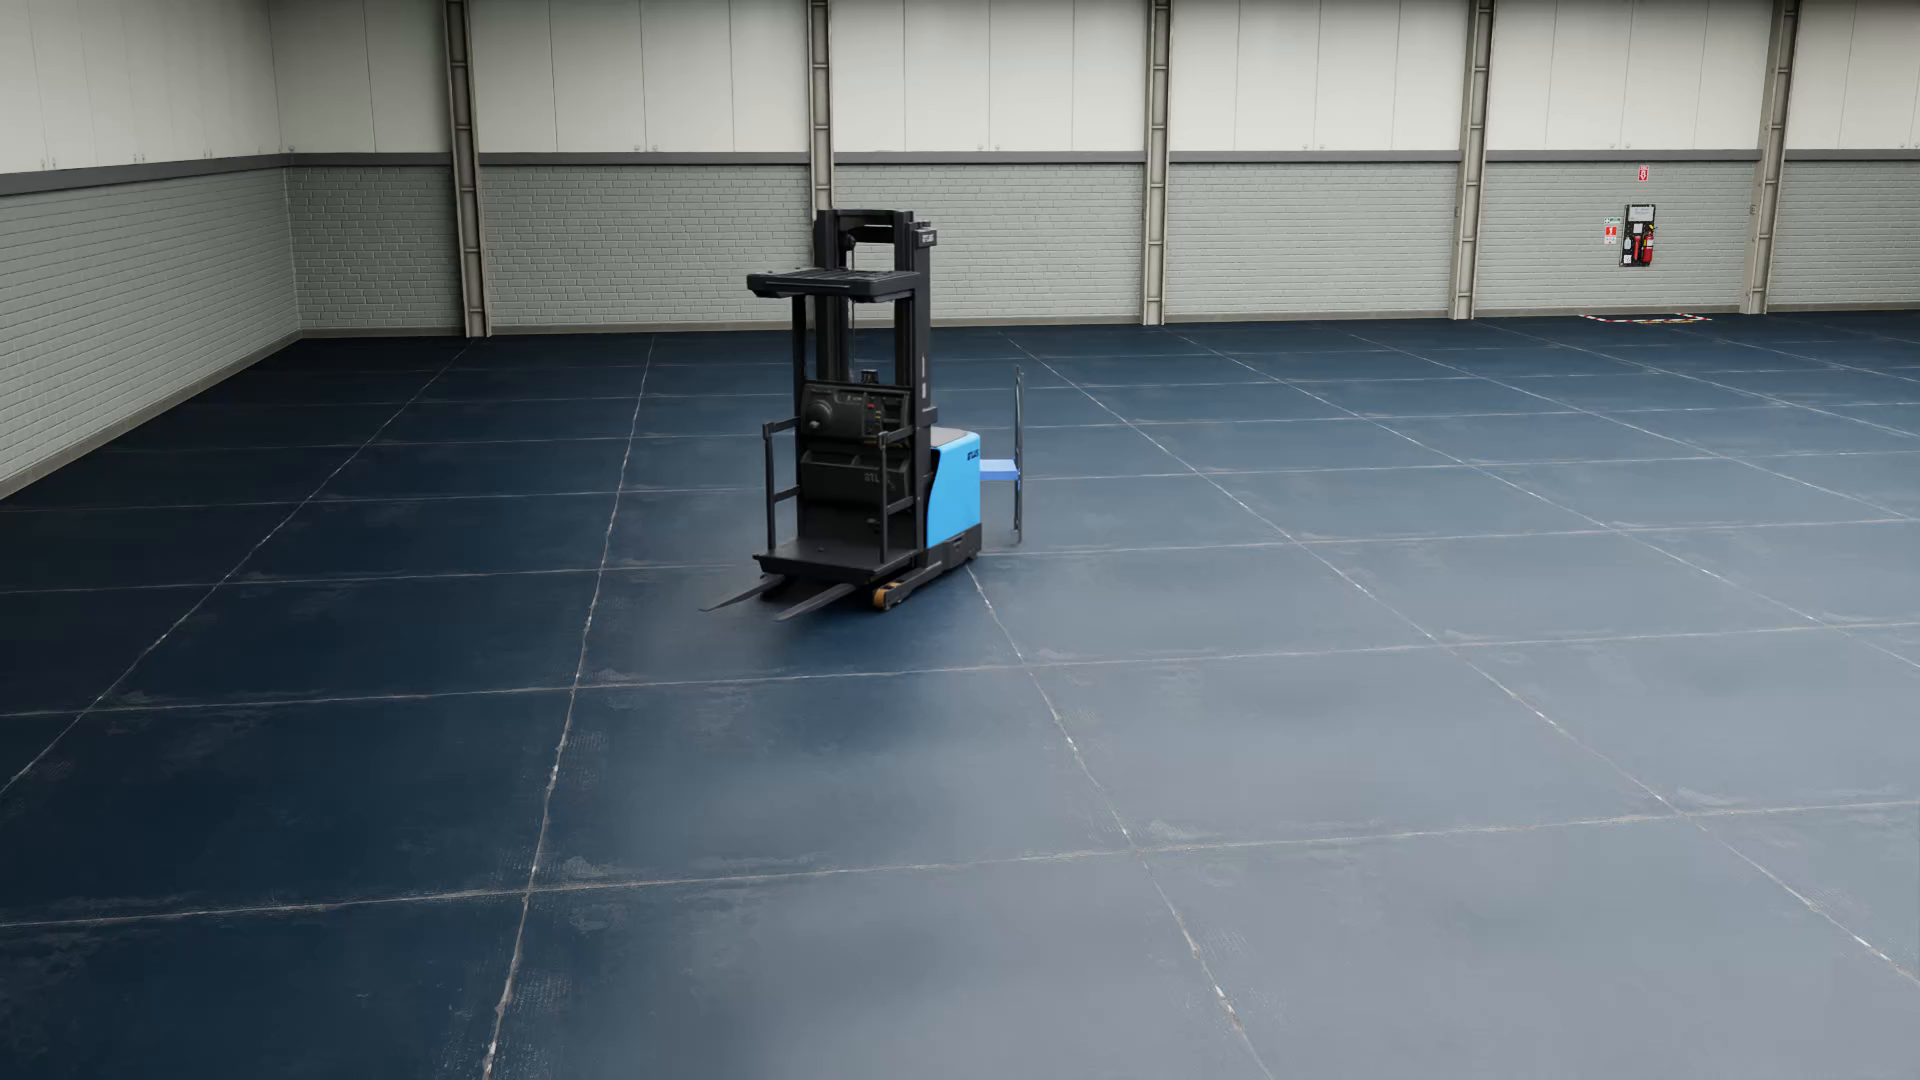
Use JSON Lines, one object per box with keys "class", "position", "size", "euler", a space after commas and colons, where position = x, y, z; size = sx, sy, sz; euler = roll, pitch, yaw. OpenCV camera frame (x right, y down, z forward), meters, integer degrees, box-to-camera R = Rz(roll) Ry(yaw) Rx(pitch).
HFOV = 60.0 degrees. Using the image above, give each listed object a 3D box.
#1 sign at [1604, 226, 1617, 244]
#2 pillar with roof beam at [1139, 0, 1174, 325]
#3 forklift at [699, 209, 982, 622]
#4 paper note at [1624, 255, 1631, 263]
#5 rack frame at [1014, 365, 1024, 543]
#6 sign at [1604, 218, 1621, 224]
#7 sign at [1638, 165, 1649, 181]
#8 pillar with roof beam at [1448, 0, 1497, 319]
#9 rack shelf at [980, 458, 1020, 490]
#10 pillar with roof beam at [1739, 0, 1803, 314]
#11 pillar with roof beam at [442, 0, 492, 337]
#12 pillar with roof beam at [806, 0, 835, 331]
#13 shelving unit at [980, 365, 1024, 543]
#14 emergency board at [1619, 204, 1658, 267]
{"class": "sign", "position": [12.378, -5.806, 31.632], "size": [0.234, 0.329, 0.001], "euler": [-2, 14, -8]}
{"class": "pillar with roof beam", "position": [4.165, -7.303, 25.345], "size": [0.400, 9.000, 9.100], "euler": [-2, 14, -8]}
{"class": "forklift", "position": [-0.908, -1.009, 12.721], "size": [1.130, 2.935, 3.031], "euler": [7, 16, 25]}
{"class": "paper note", "position": [12.755, -5.367, 31.765], "size": [0.142, 0.148, 0.016], "euler": [-2, 14, -8]}
{"class": "rack frame", "position": [0.519, -0.761, 14.672], "size": [0.032, 1.500, 0.500], "euler": [-1, 14, -2]}
{"class": "sign", "position": [12.384, -6.061, 31.560], "size": [0.331, 0.109, 0.001], "euler": [-2, 14, -8]}
{"class": "sign", "position": [12.918, -6.932, 31.430], "size": [0.199, 0.298, 0.001], "euler": [-2, 14, -8]}
{"class": "pillar with roof beam", "position": [10.098, -7.521, 26.212], "size": [0.400, 9.000, 9.100], "euler": [-2, 14, -8]}
{"class": "rack shelf", "position": [0.011, -0.581, 14.694], "size": [1.000, 0.185, 0.538], "euler": [-1, 14, -2]}
{"class": "pillar with roof beam", "position": [16.031, -7.738, 27.079], "size": [0.400, 9.000, 9.100], "euler": [-2, 14, -8]}
{"class": "pillar with roof beam", "position": [-7.701, -6.869, 23.611], "size": [0.400, 9.000, 9.100], "euler": [-2, 14, -8]}
{"class": "pillar with roof beam", "position": [-1.768, -7.086, 24.478], "size": [0.400, 9.000, 9.100], "euler": [-2, 14, -8]}
{"class": "shelving unit", "position": [0.011, -0.755, 14.650], "size": [1.048, 1.500, 0.538], "euler": [-1, 14, -2]}
{"class": "emergency board", "position": [12.941, -5.784, 31.617], "size": [0.643, 1.169, 0.194], "euler": [-2, 14, -8]}
